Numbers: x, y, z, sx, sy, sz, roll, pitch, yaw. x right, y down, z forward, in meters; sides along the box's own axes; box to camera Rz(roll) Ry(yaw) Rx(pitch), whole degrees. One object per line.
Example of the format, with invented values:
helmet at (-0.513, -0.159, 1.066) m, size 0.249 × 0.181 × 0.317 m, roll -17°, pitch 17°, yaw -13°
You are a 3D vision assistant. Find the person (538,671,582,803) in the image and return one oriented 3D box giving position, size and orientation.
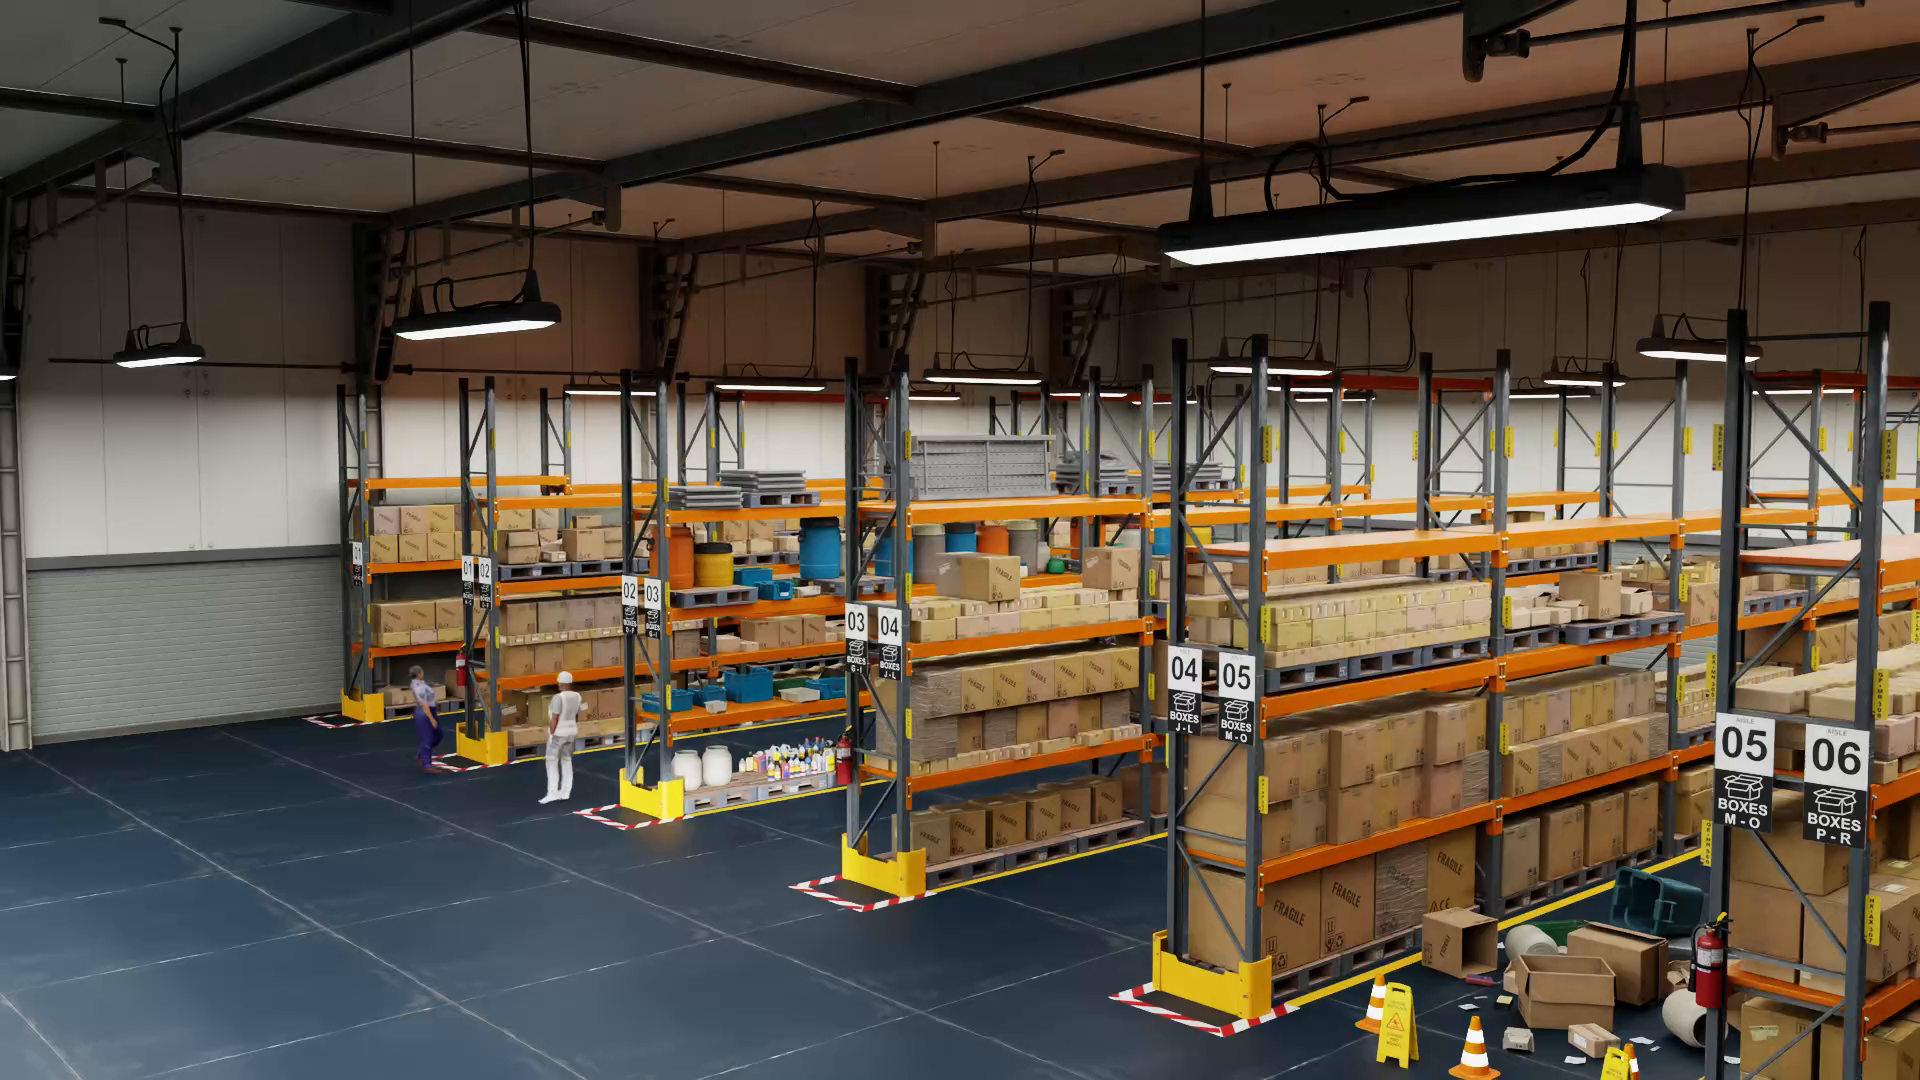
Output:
person at (-5.592, 2.750, 23.272) m, size 0.395 × 1.818 × 0.626 m, roll 2°, pitch 4°, yaw 28°

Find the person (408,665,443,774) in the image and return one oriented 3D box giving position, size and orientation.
person at (-8.077, 2.699, 25.176) m, size 0.492 × 1.637 × 0.557 m, roll 0°, pitch 4°, yaw -7°
